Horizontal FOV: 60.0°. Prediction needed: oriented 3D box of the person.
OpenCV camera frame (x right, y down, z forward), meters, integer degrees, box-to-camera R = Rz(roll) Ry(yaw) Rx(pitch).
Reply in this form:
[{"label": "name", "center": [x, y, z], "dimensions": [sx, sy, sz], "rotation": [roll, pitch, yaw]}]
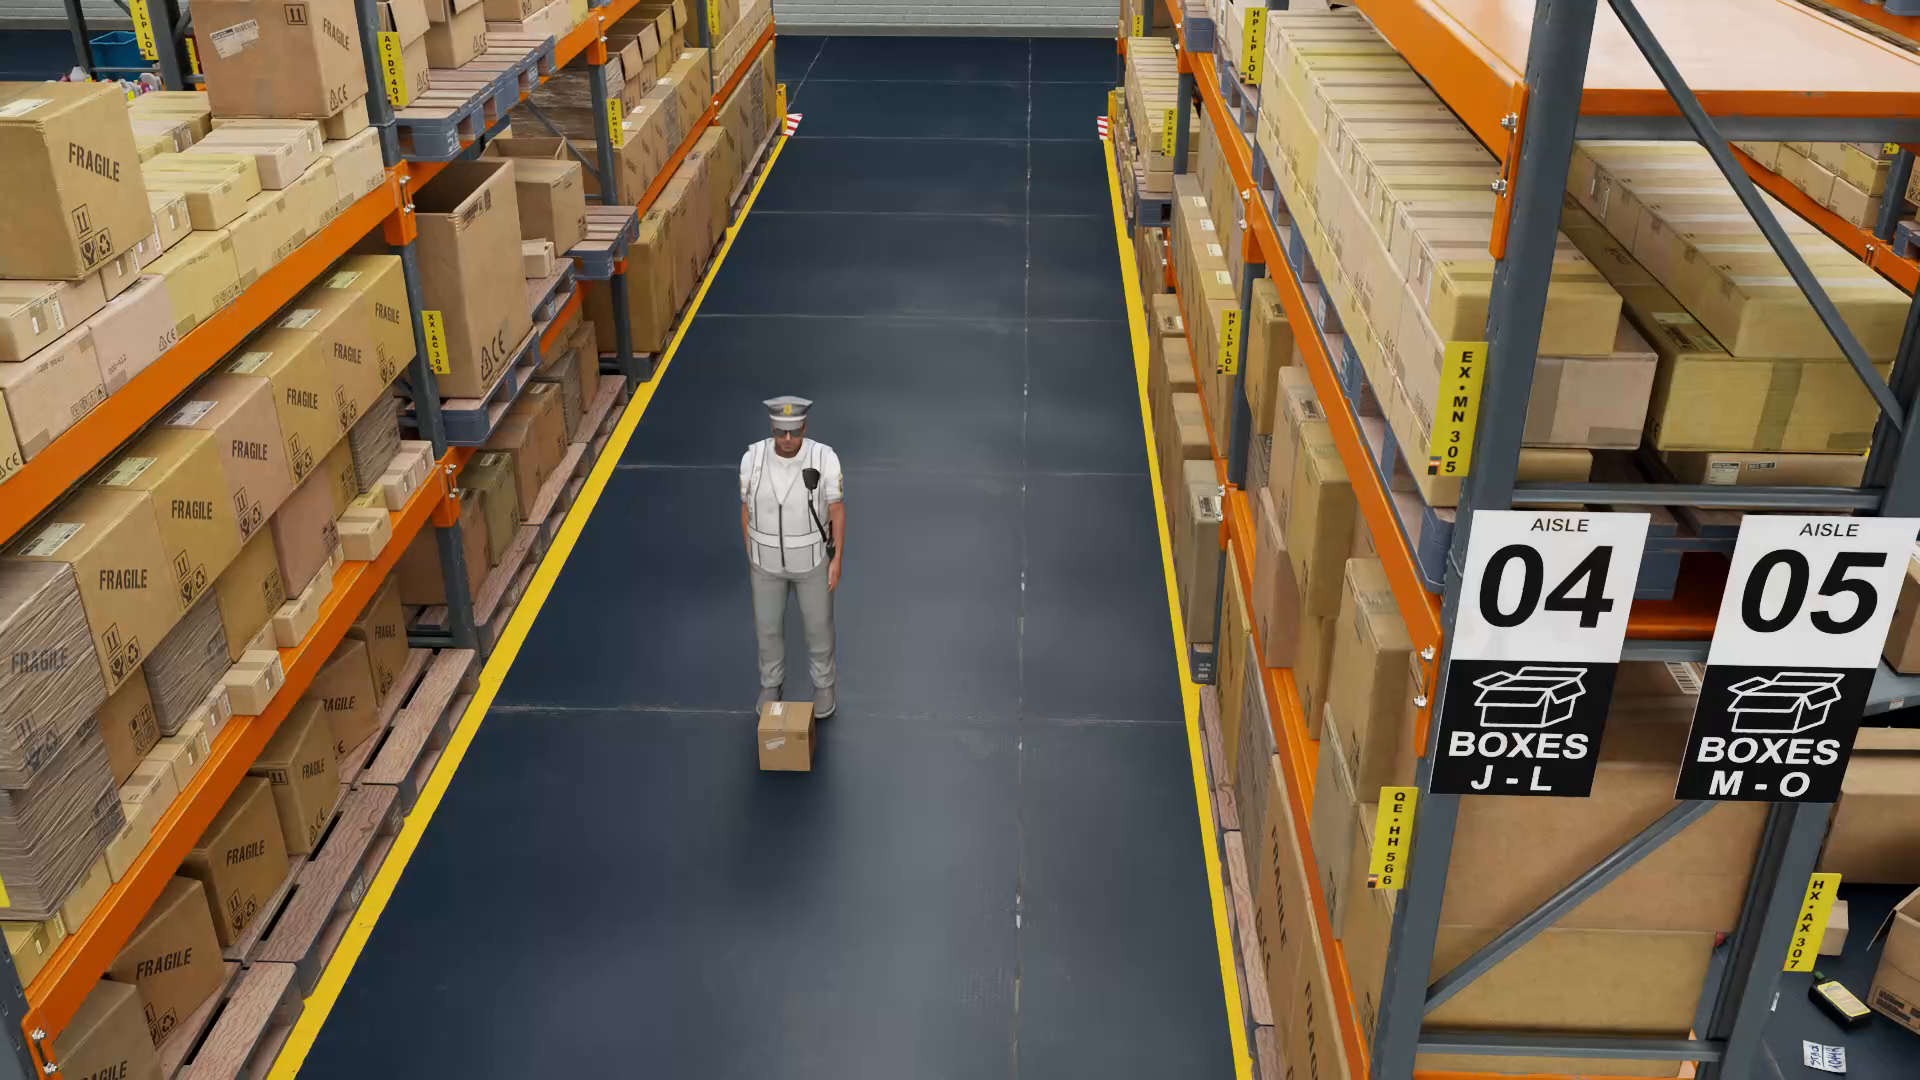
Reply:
[{"label": "person", "center": [-0.844, 0.090, 8.441], "dimensions": [0.527, 1.759, 0.393], "rotation": [2, 28, 3]}]
